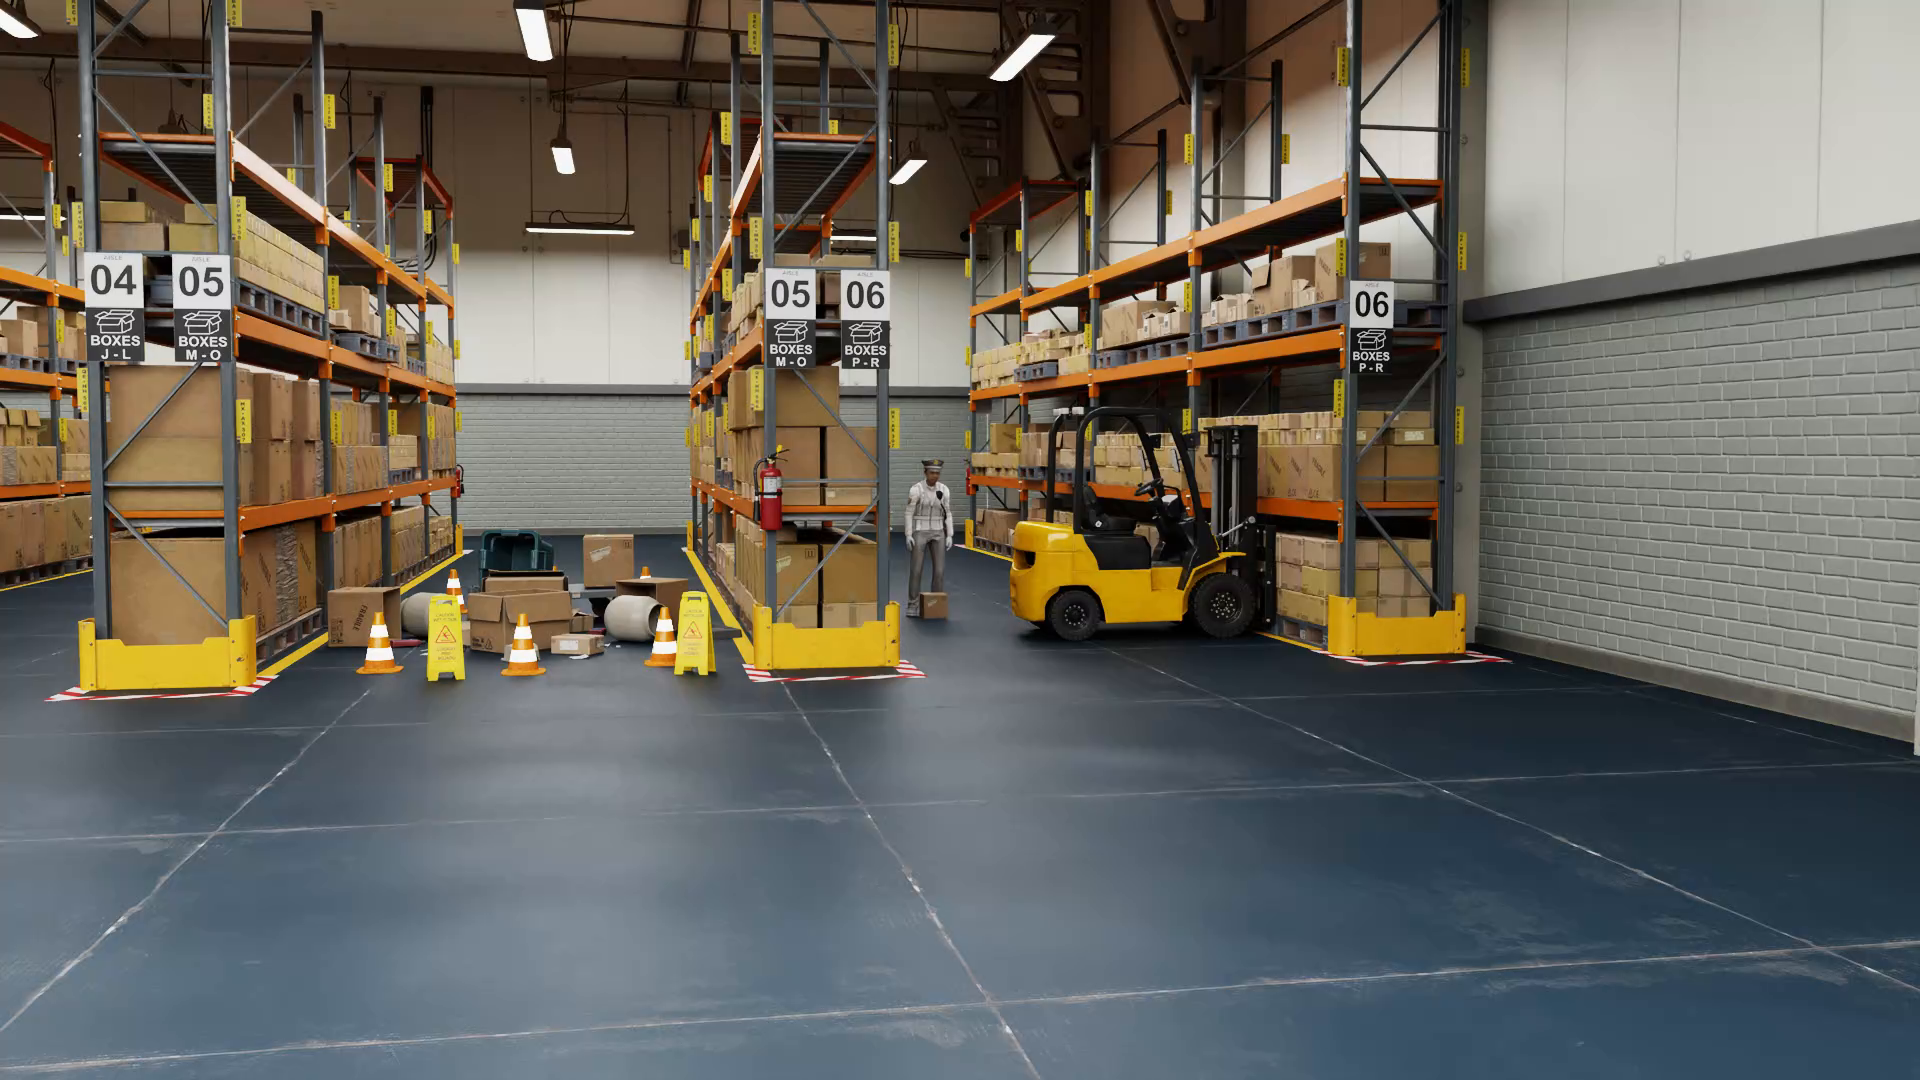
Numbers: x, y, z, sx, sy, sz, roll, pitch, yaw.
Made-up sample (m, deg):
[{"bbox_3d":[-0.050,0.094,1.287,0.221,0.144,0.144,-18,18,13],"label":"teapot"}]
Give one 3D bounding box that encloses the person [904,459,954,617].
[{"bbox_3d":[-0.329,-0.029,17.650,0.543,1.662,0.376,-1,3,-15],"label":"person"}]
